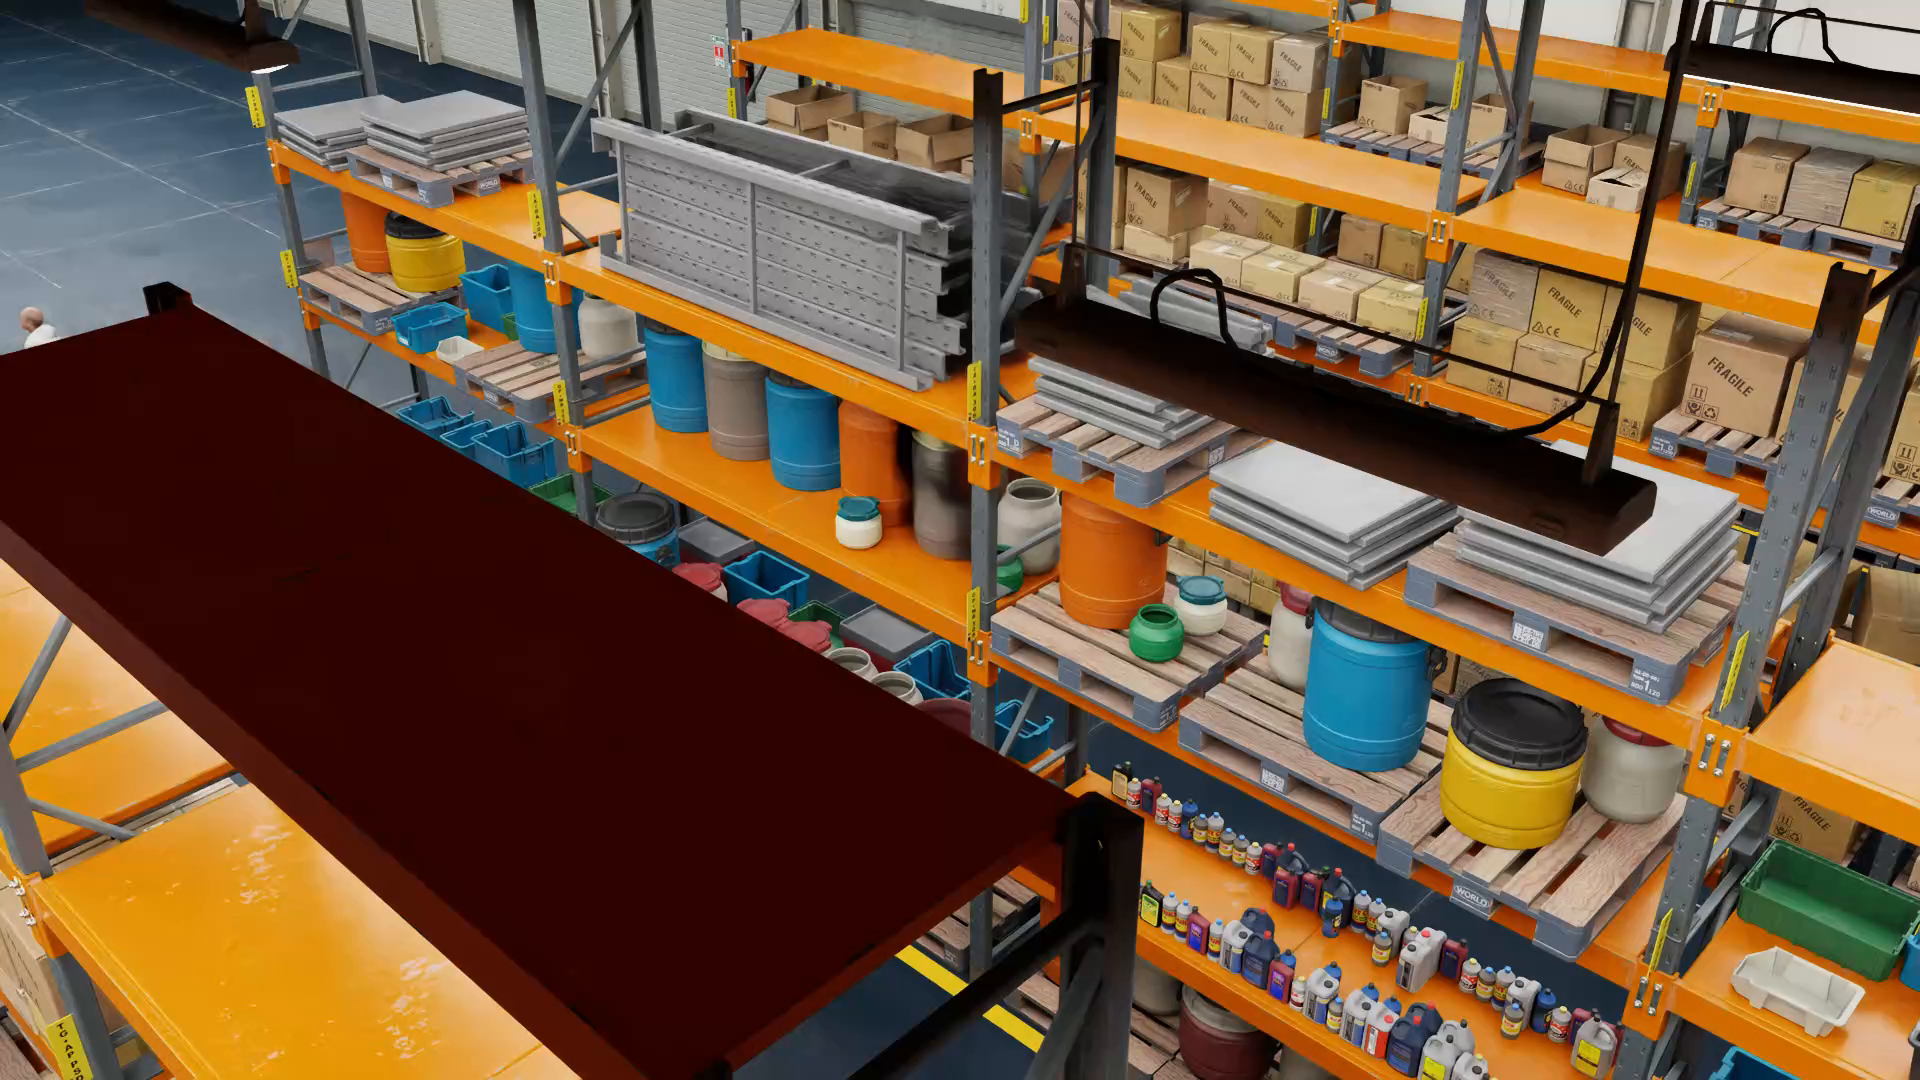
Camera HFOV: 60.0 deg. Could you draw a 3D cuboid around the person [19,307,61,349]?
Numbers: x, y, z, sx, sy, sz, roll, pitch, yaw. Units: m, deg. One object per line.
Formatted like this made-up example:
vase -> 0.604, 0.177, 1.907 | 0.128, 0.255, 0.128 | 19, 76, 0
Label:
person -> -9.372, -1.595, 17.315 | 0.735, 1.758, 0.712 | -10, 31, -17
